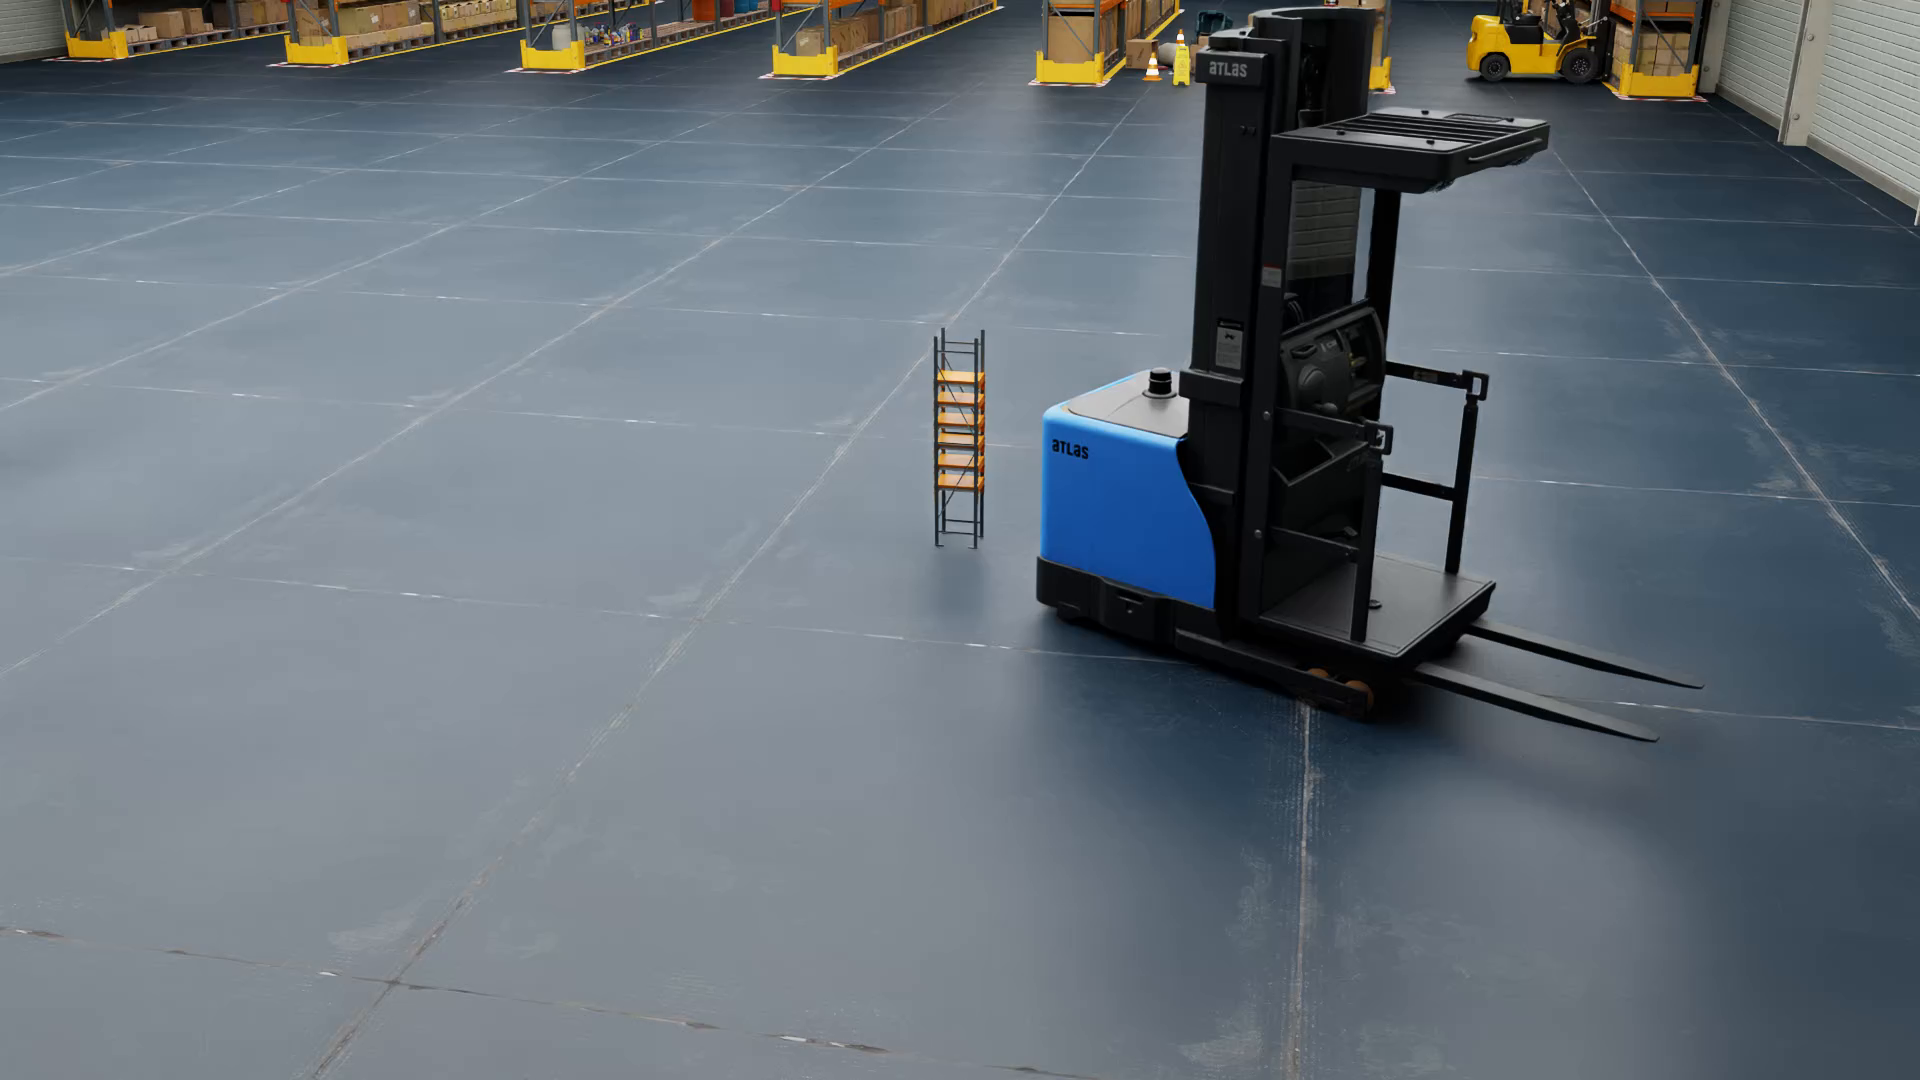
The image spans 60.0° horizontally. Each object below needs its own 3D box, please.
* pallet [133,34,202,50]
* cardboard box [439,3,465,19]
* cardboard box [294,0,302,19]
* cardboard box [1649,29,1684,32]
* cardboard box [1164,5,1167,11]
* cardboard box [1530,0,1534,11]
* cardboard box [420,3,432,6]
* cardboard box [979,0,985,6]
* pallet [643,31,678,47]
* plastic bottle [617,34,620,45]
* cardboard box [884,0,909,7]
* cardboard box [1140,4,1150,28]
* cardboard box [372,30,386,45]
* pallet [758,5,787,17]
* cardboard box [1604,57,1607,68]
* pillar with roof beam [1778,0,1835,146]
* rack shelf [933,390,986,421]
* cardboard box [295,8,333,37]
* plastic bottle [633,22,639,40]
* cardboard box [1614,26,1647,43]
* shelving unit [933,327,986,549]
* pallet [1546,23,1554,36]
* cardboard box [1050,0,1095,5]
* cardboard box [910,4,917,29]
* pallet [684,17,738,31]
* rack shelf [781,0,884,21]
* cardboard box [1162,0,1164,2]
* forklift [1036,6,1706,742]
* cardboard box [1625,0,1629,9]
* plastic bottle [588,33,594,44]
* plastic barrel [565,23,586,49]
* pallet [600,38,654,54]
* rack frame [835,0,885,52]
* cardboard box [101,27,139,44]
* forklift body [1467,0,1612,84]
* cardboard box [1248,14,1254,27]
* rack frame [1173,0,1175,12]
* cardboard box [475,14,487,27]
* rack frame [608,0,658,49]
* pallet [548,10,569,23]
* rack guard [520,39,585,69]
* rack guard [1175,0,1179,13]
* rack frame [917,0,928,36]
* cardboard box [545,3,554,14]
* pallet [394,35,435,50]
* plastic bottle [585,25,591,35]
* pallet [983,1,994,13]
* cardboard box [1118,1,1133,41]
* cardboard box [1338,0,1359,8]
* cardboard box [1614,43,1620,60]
[{"bbox_3d":[-16.953,-10.609,35.413,1.003,0.211,1.213,4,22,11],"label":"pallet"},{"bbox_3d":[-11.318,-11.717,36.798,0.500,0.311,0.500,4,22,10],"label":"cardboard box"},{"bbox_3d":[-16.102,-12.659,39.528,0.700,0.500,0.500,4,22,11],"label":"cardboard box"},{"bbox_3d":[12.071,-8.598,28.467,0.500,0.250,0.500,4,22,11],"label":"cardboard box"},{"bbox_3d":[5.025,-13.435,41.952,0.380,0.149,0.250,4,22,9],"label":"cardboard box"},{"bbox_3d":[14.736,-13.542,41.743,0.797,0.503,0.637,4,22,9],"label":"cardboard box"},{"bbox_3d":[-11.851,-11.762,36.912,0.500,0.311,0.500,5,22,12],"label":"cardboard box"},{"bbox_3d":[0.155,-14.491,43.600,0.875,0.875,0.875,4,22,11],"label":"cardboard box"},{"bbox_3d":[-6.783,-10.840,35.986,1.003,0.211,1.213,4,22,11],"label":"pallet"},{"bbox_3d":[-6.935,-10.124,33.633,0.097,0.201,0.097,0,22,0],"label":"plastic bottle"},{"bbox_3d":[-1.446,-11.879,36.587,0.500,0.250,0.500,7,23,17],"label":"cardboard box"},{"bbox_3d":[3.989,-11.788,37.392,0.500,0.500,0.500,4,22,9],"label":"cardboard box"},{"bbox_3d":[-12.041,-10.224,33.842,0.500,0.250,0.500,4,22,11],"label":"cardboard box"},{"bbox_3d":[-5.160,-13.747,43.206,1.003,0.211,1.213,4,22,11],"label":"pallet"},{"bbox_3d":[11.781,-8.541,29.663,0.500,0.250,0.500,5,23,13],"label":"cardboard box"},{"bbox_3d":[7.275,-9.973,22.071,9.100,9.000,0.400,4,22,11],"label":"pillar with roof beam"},{"bbox_3d":[-0.003,-0.733,9.043,0.258,0.103,0.180,4,22,11],"label":"rack shelf"},{"bbox_3d":[-12.751,-10.245,32.892,0.500,0.500,0.500,4,22,11],"label":"cardboard box"},{"bbox_3d":[-6.754,-10.561,34.518,0.144,0.351,0.185,4,22,9],"label":"plastic bottle"},{"bbox_3d":[11.669,-8.818,29.014,0.500,0.250,0.500,5,22,12],"label":"cardboard box"},{"bbox_3d":[-0.003,-0.551,9.116,0.258,1.200,0.189,4,22,11],"label":"shelving unit"},{"bbox_3d":[14.009,-11.665,38.035,1.003,0.211,1.213,4,22,11],"label":"pallet"},{"bbox_3d":[1.994,-9.796,29.462,0.875,0.550,0.550,4,22,11],"label":"cardboard box"},{"bbox_3d":[-1.357,-11.727,37.212,0.700,0.500,0.500,3,22,8],"label":"cardboard box"},{"bbox_3d":[-5.969,-12.304,39.622,1.003,0.211,1.213,4,22,11],"label":"pallet"},{"bbox_3d":[-2.464,-10.401,32.126,1.077,0.370,4.000,4,22,11],"label":"rack shelf"},{"bbox_3d":[4.914,-13.484,41.674,0.380,0.149,0.250,6,23,13],"label":"cardboard box"},{"bbox_3d":[1.849,-0.790,7.391,3.031,2.935,1.130,17,27,36],"label":"forklift"},{"bbox_3d":[11.647,-9.306,28.311,0.500,0.500,0.500,5,23,13],"label":"cardboard box"},{"bbox_3d":[-7.512,-10.200,33.822,0.097,0.201,0.097,0,22,0],"label":"plastic bottle"},{"bbox_3d":[-7.559,-9.851,32.566,0.421,0.512,0.421,0,22,0],"label":"plastic barrel"},{"bbox_3d":[-7.083,-10.307,34.664,1.003,0.211,1.213,4,22,11],"label":"pallet"},{"bbox_3d":[-2.056,-11.466,33.808,1.000,3.000,0.127,4,22,11],"label":"rack frame"},{"bbox_3d":[-17.190,-10.339,34.019,0.500,0.311,0.500,2,22,5],"label":"cardboard box"},{"bbox_3d":[10.290,-9.309,29.589,2.313,2.155,1.214,4,22,11],"label":"forklift body"},{"bbox_3d":[5.897,-10.027,32.567,0.500,0.500,0.500,4,22,11],"label":"cardboard box"},{"bbox_3d":[5.227,-15.439,43.674,1.000,3.000,0.127,4,22,11],"label":"rack frame"},{"bbox_3d":[-11.115,-11.833,37.837,0.500,0.250,0.500,5,22,12],"label":"cardboard box"},{"bbox_3d":[-6.905,-11.843,34.745,1.000,3.000,0.127,4,22,11],"label":"rack frame"},{"bbox_3d":[-10.497,-13.107,41.615,1.003,0.211,1.213,4,22,11],"label":"pallet"},{"bbox_3d":[-7.752,-9.252,31.658,1.175,0.500,0.348,4,22,11],"label":"rack guard"},{"bbox_3d":[5.212,-14.252,44.072,1.175,0.500,0.348,4,22,11],"label":"rack guard"},{"bbox_3d":[-1.240,-12.929,37.440,1.000,3.000,0.127,4,22,11],"label":"rack frame"},{"bbox_3d":[-10.356,-13.249,40.993,0.500,0.500,0.500,4,22,10],"label":"cardboard box"},{"bbox_3d":[-11.957,-10.641,35.493,1.003,0.211,1.213,4,22,11],"label":"pallet"},{"bbox_3d":[-7.601,-10.331,33.946,0.144,0.351,0.185,4,22,10],"label":"plastic bottle"},{"bbox_3d":[0.306,-14.262,44.485,1.003,0.211,1.213,4,22,11],"label":"pallet"},{"bbox_3d":[3.018,-10.788,34.575,1.050,0.750,0.750,4,22,11],"label":"cardboard box"},{"bbox_3d":[6.696,-9.284,28.726,0.380,0.149,0.250,5,23,13],"label":"cardboard box"},{"bbox_3d":[11.595,-8.406,28.660,0.500,0.250,0.500,4,22,10],"label":"cardboard box"}]
